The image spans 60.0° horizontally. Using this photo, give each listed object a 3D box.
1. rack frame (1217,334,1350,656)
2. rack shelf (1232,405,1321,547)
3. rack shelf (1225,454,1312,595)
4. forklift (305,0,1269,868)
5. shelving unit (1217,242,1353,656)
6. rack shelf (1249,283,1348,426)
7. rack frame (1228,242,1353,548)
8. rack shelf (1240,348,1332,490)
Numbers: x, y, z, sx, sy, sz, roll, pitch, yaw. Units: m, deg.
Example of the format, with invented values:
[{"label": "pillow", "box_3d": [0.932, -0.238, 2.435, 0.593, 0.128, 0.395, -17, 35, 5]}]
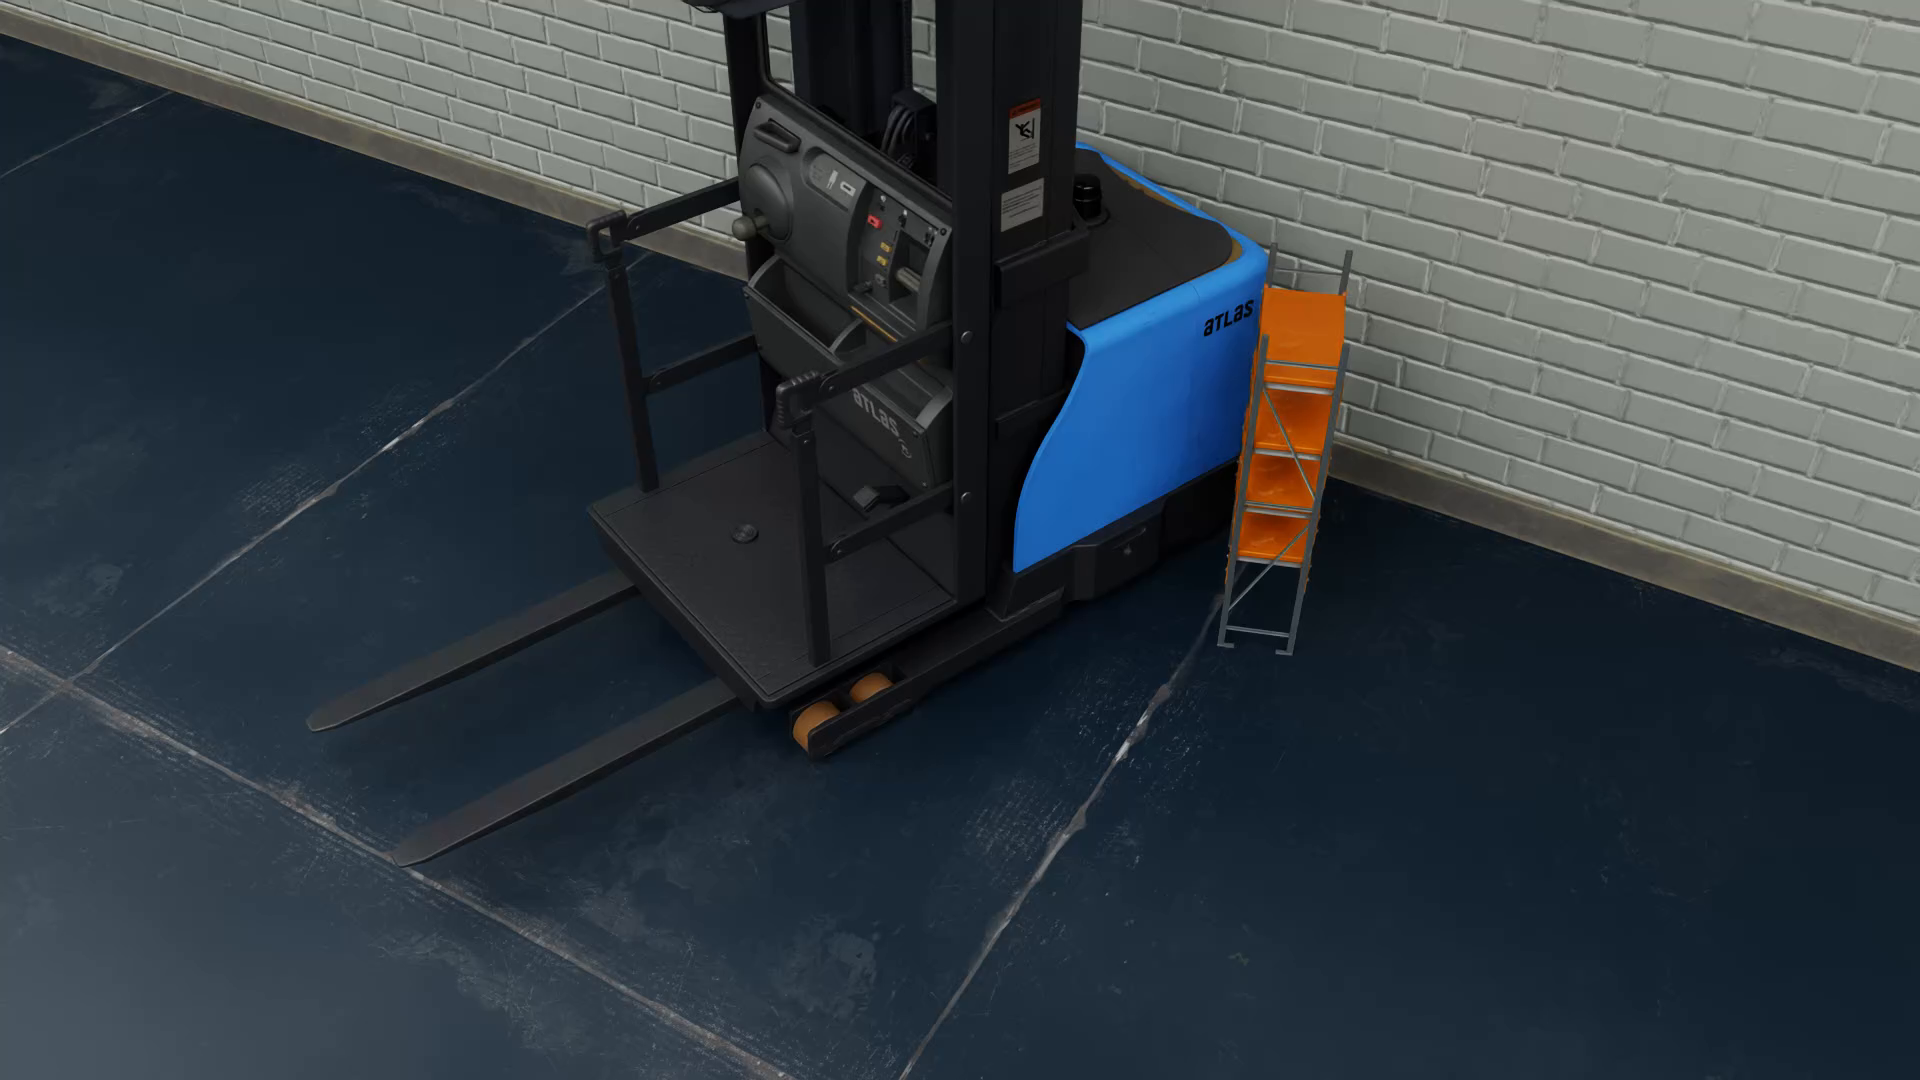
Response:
[{"label": "rack frame", "box_3d": [0.948, -0.097, 4.953, 0.240, 1.200, 0.015, 7, 42, 8]}, {"label": "rack shelf", "box_3d": [0.994, -0.205, 5.177, 0.258, 0.148, 0.480, 7, 42, 8]}, {"label": "rack shelf", "box_3d": [0.994, -0.056, 5.308, 0.258, 0.148, 0.480, 7, 42, 8]}, {"label": "forklift", "box_3d": [-0.497, -0.847, 4.494, 3.031, 2.935, 1.130, -27, 48, -27]}, {"label": "shelving unit", "box_3d": [0.994, -0.256, 5.133, 0.258, 1.200, 0.503, 7, 42, 8]}, {"label": "rack shelf", "box_3d": [0.994, -0.551, 4.873, 0.258, 0.148, 0.480, 7, 42, 8]}, {"label": "rack frame", "box_3d": [1.040, -0.414, 5.312, 0.240, 1.200, 0.015, 7, 42, 8]}, {"label": "rack shelf", "box_3d": [0.994, -0.373, 5.029, 0.258, 0.148, 0.480, 7, 42, 8]}]
